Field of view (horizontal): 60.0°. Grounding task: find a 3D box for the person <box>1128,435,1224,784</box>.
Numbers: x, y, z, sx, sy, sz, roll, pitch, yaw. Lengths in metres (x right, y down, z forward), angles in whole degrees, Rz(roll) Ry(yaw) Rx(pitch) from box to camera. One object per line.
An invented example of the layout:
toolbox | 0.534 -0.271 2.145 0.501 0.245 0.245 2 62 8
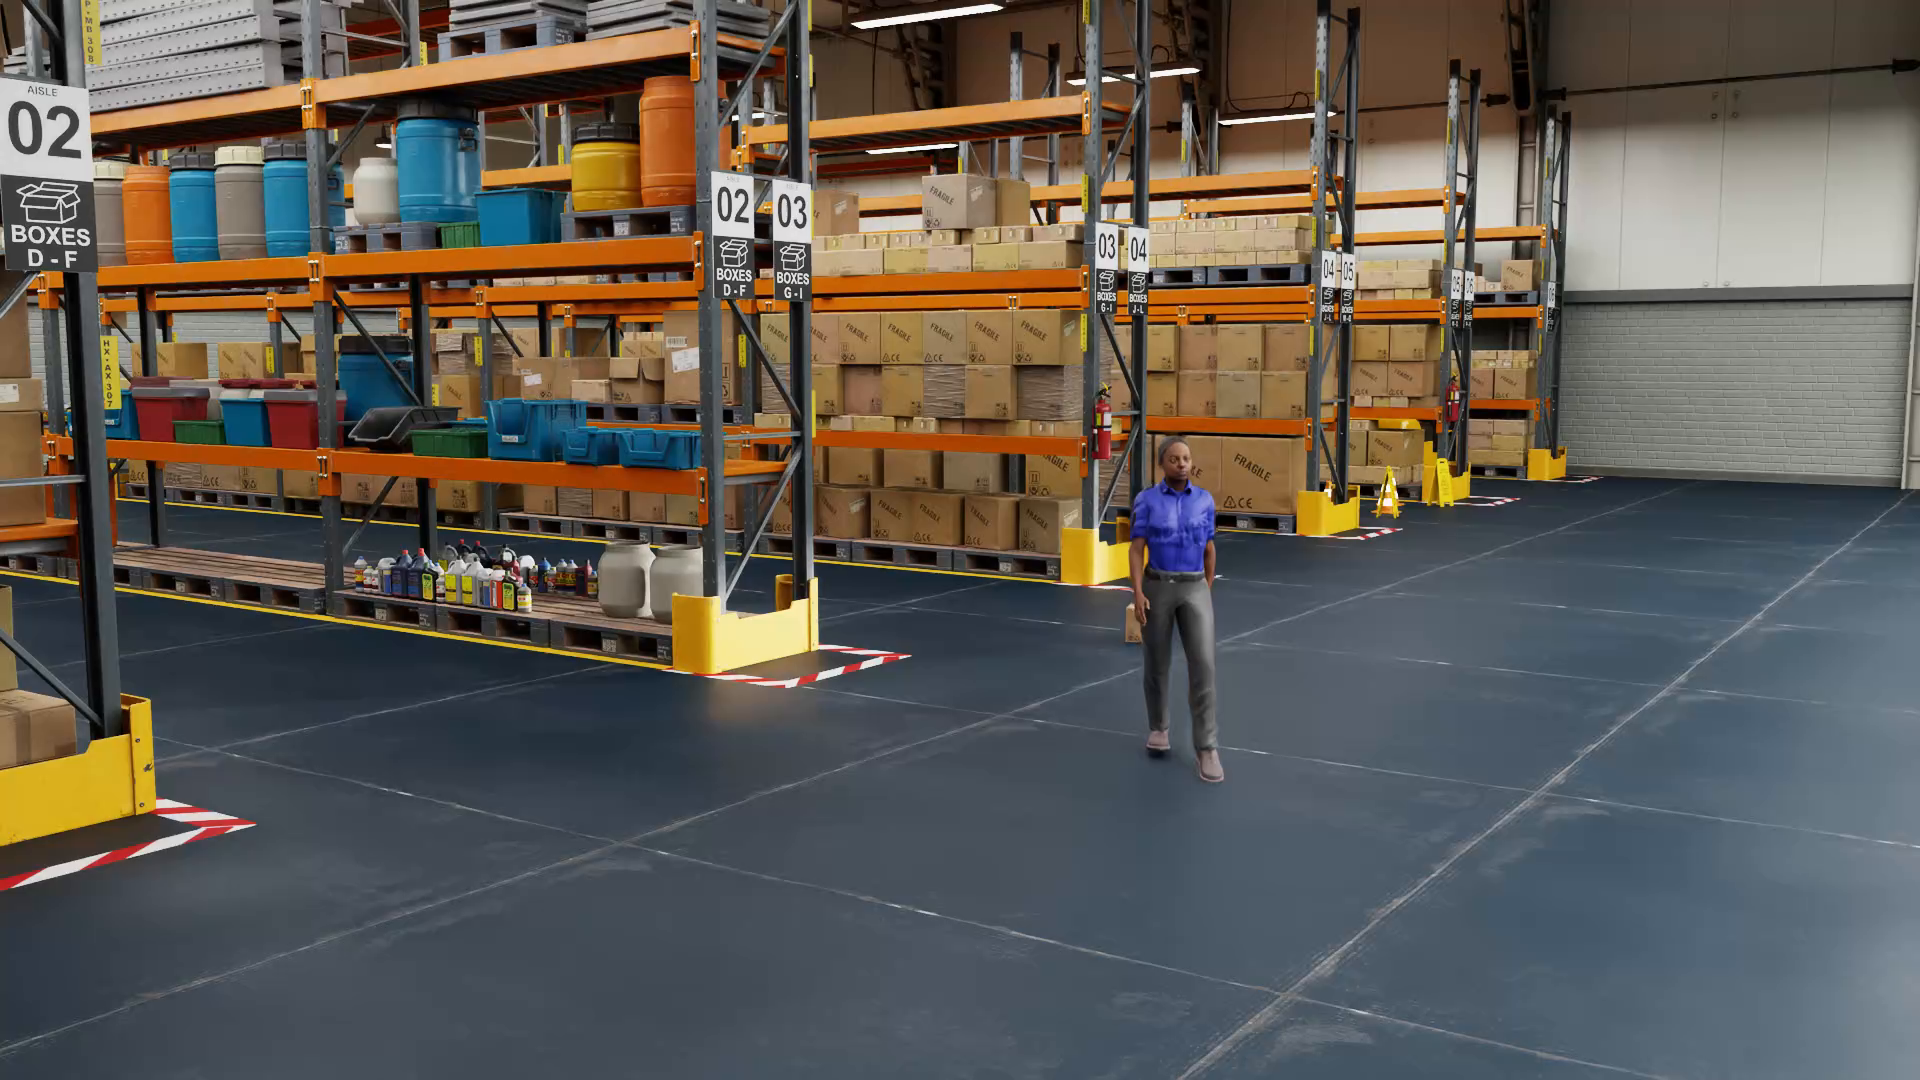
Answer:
person | 1.065 0.305 8.251 0.456 1.636 0.852 0 6 0
